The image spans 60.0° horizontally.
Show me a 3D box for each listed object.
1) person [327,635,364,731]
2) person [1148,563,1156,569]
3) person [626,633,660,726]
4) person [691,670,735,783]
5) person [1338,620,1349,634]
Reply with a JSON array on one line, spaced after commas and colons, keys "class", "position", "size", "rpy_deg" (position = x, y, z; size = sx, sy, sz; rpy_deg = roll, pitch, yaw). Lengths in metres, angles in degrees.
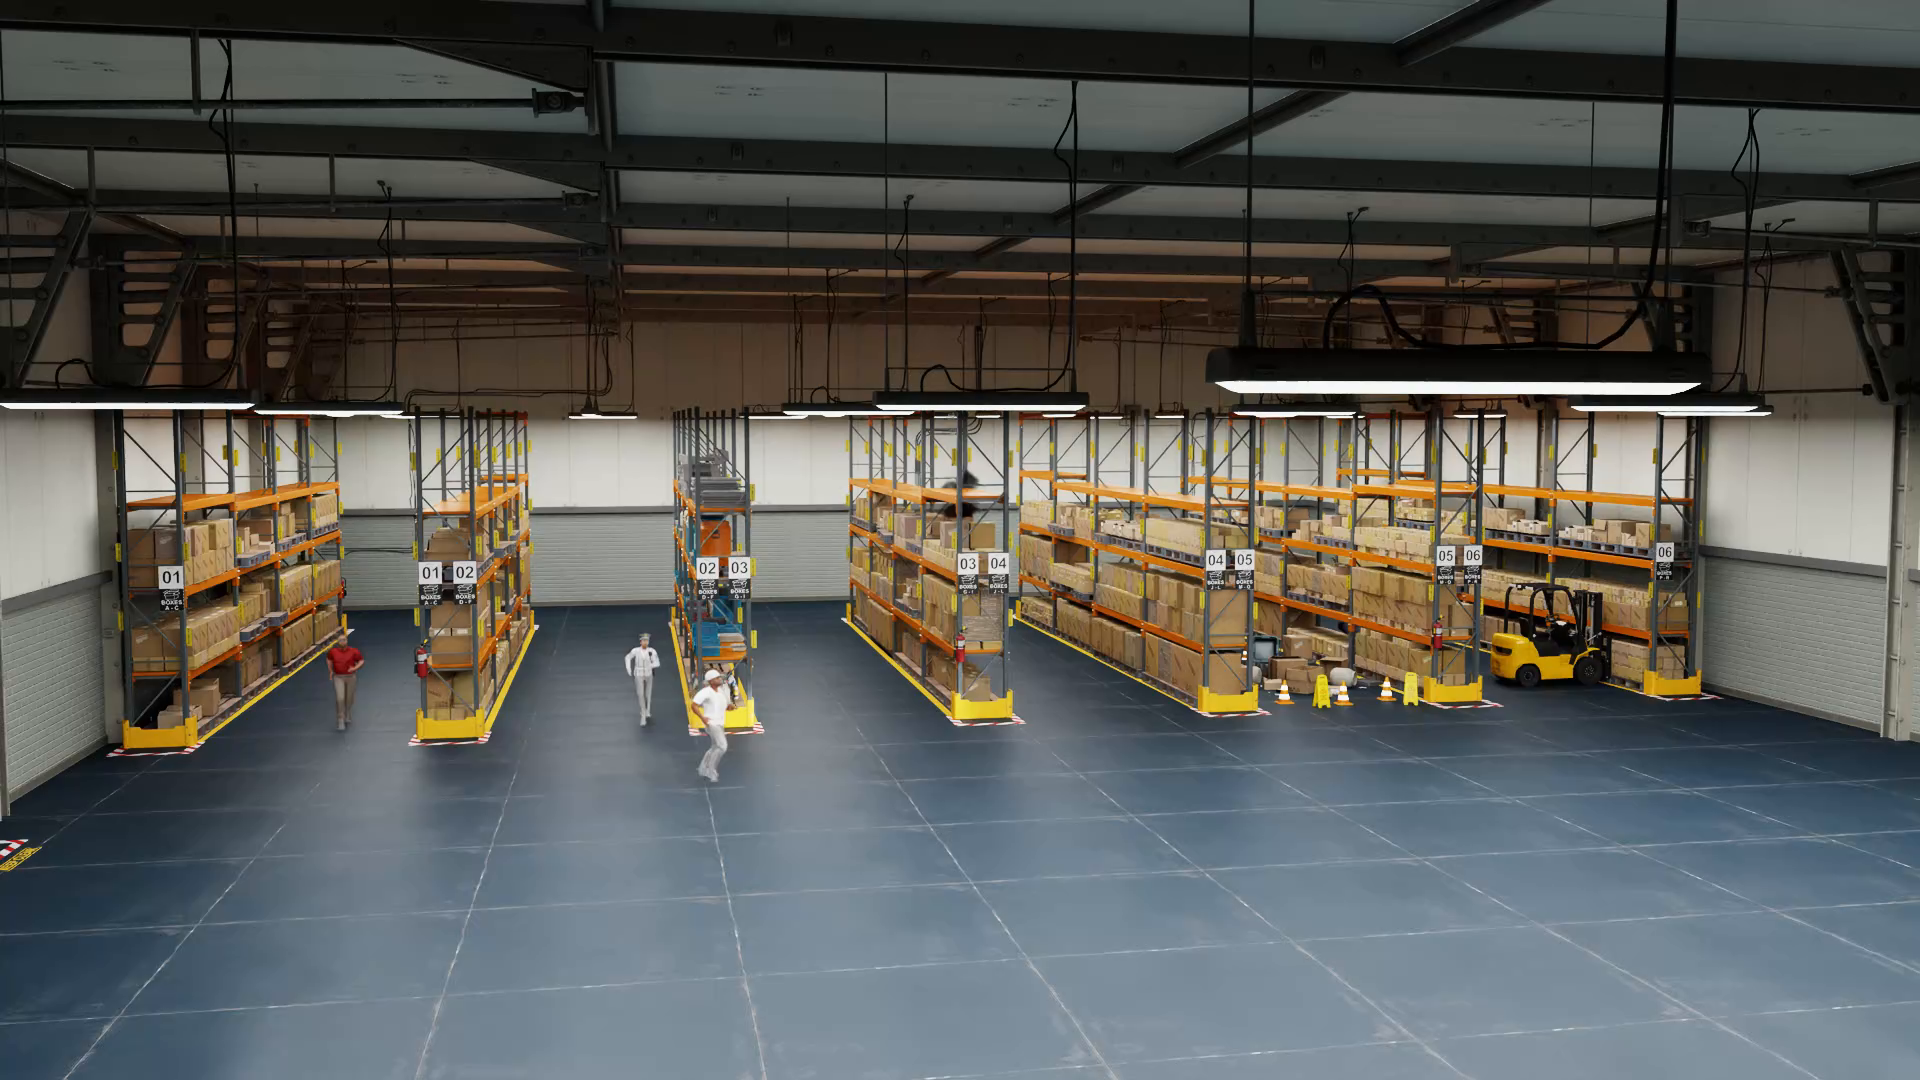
[{"class": "person", "position": [-11.520, 2.650, 31.196], "size": [0.653, 1.784, 0.830], "rpy_deg": [-2, 4, -22]}, {"class": "person", "position": [5.789, 1.208, 50.795], "size": [0.917, 1.770, 0.659], "rpy_deg": [0, 4, 1]}, {"class": "person", "position": [-6.034, 2.629, 31.719], "size": [0.620, 1.711, 0.862], "rpy_deg": [-1, 4, -18]}, {"class": "person", "position": [-3.904, 2.982, 26.518], "size": [0.615, 1.829, 0.696], "rpy_deg": [1, 4, 16]}, {"class": "person", "position": [9.937, 1.885, 42.645], "size": [0.593, 1.602, 0.546], "rpy_deg": [-1, 4, -17]}]
